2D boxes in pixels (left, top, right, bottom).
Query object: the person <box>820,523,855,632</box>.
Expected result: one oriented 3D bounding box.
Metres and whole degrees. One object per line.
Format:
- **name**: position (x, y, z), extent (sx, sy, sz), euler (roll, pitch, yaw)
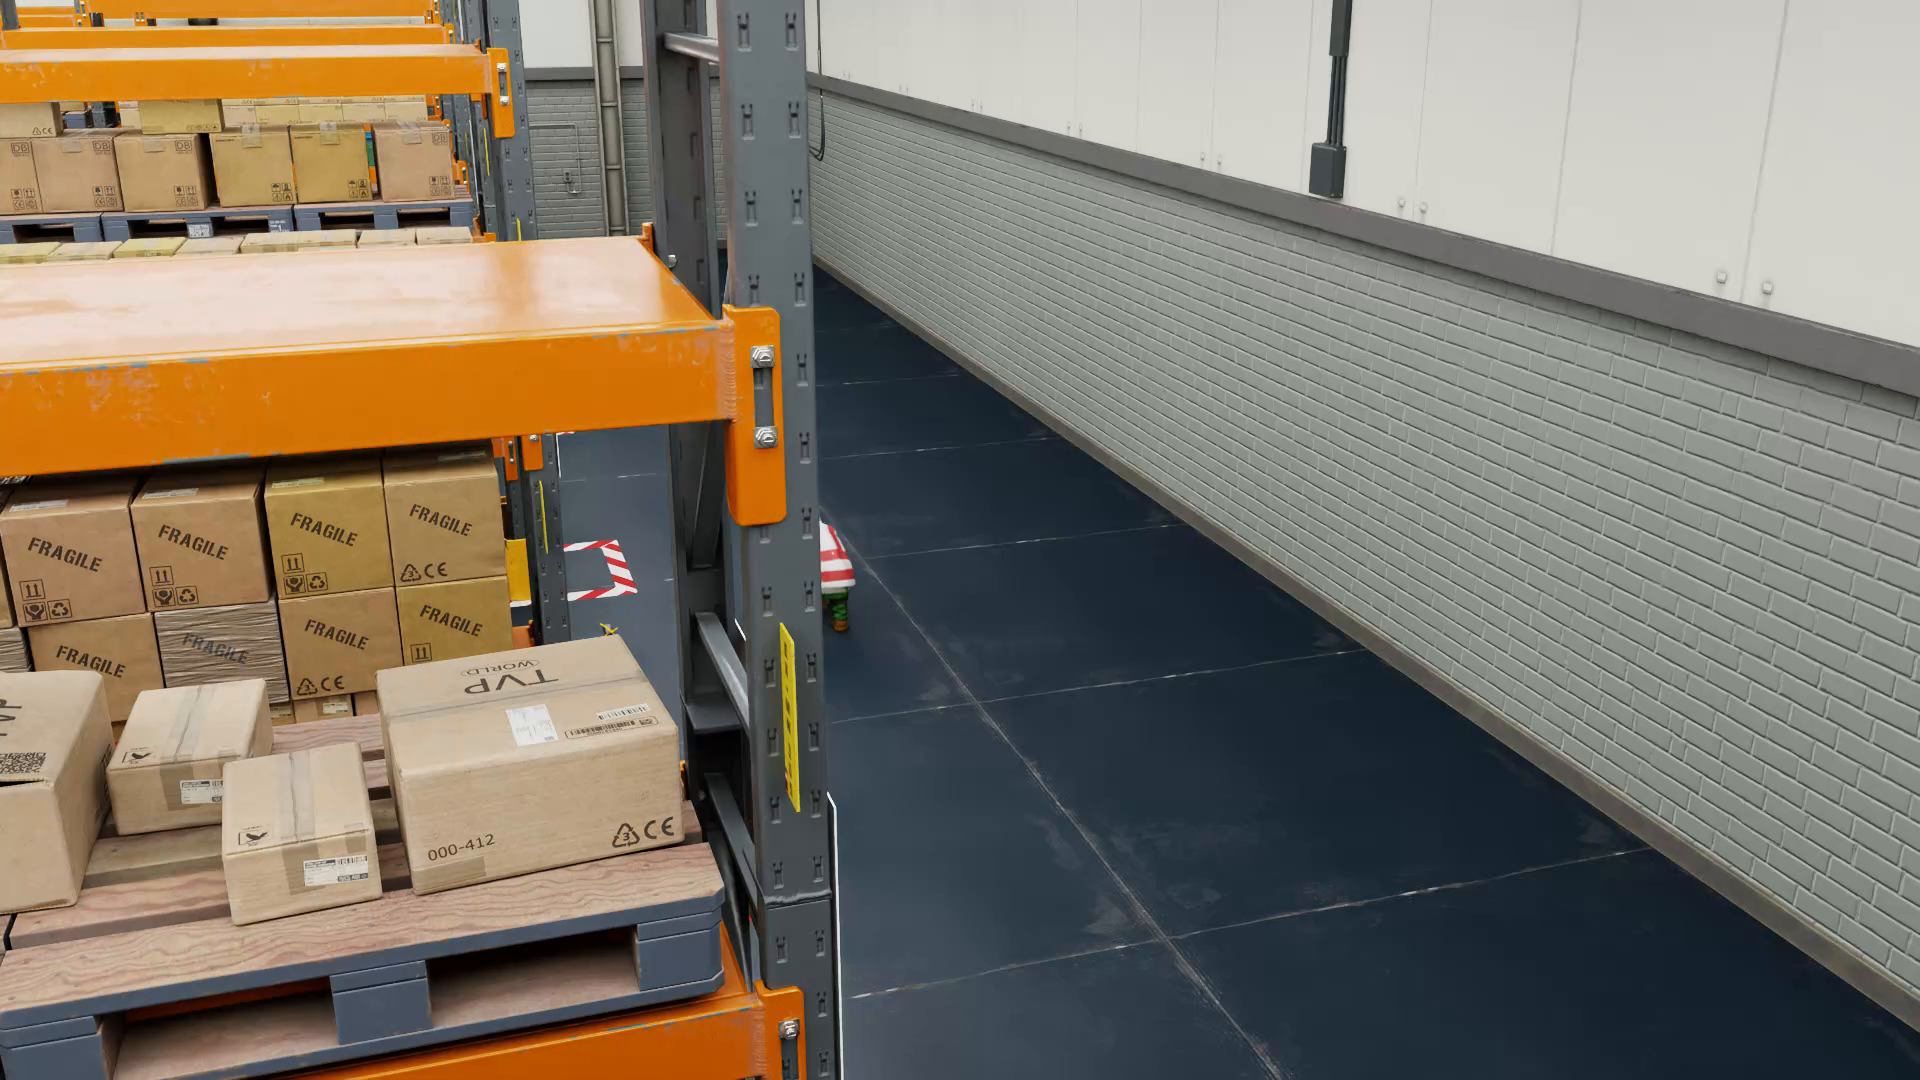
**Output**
- **person**: position (-1.087, 0.271, 12.421), extent (0.544, 0.866, 0.921), euler (-6, 20, -18)
